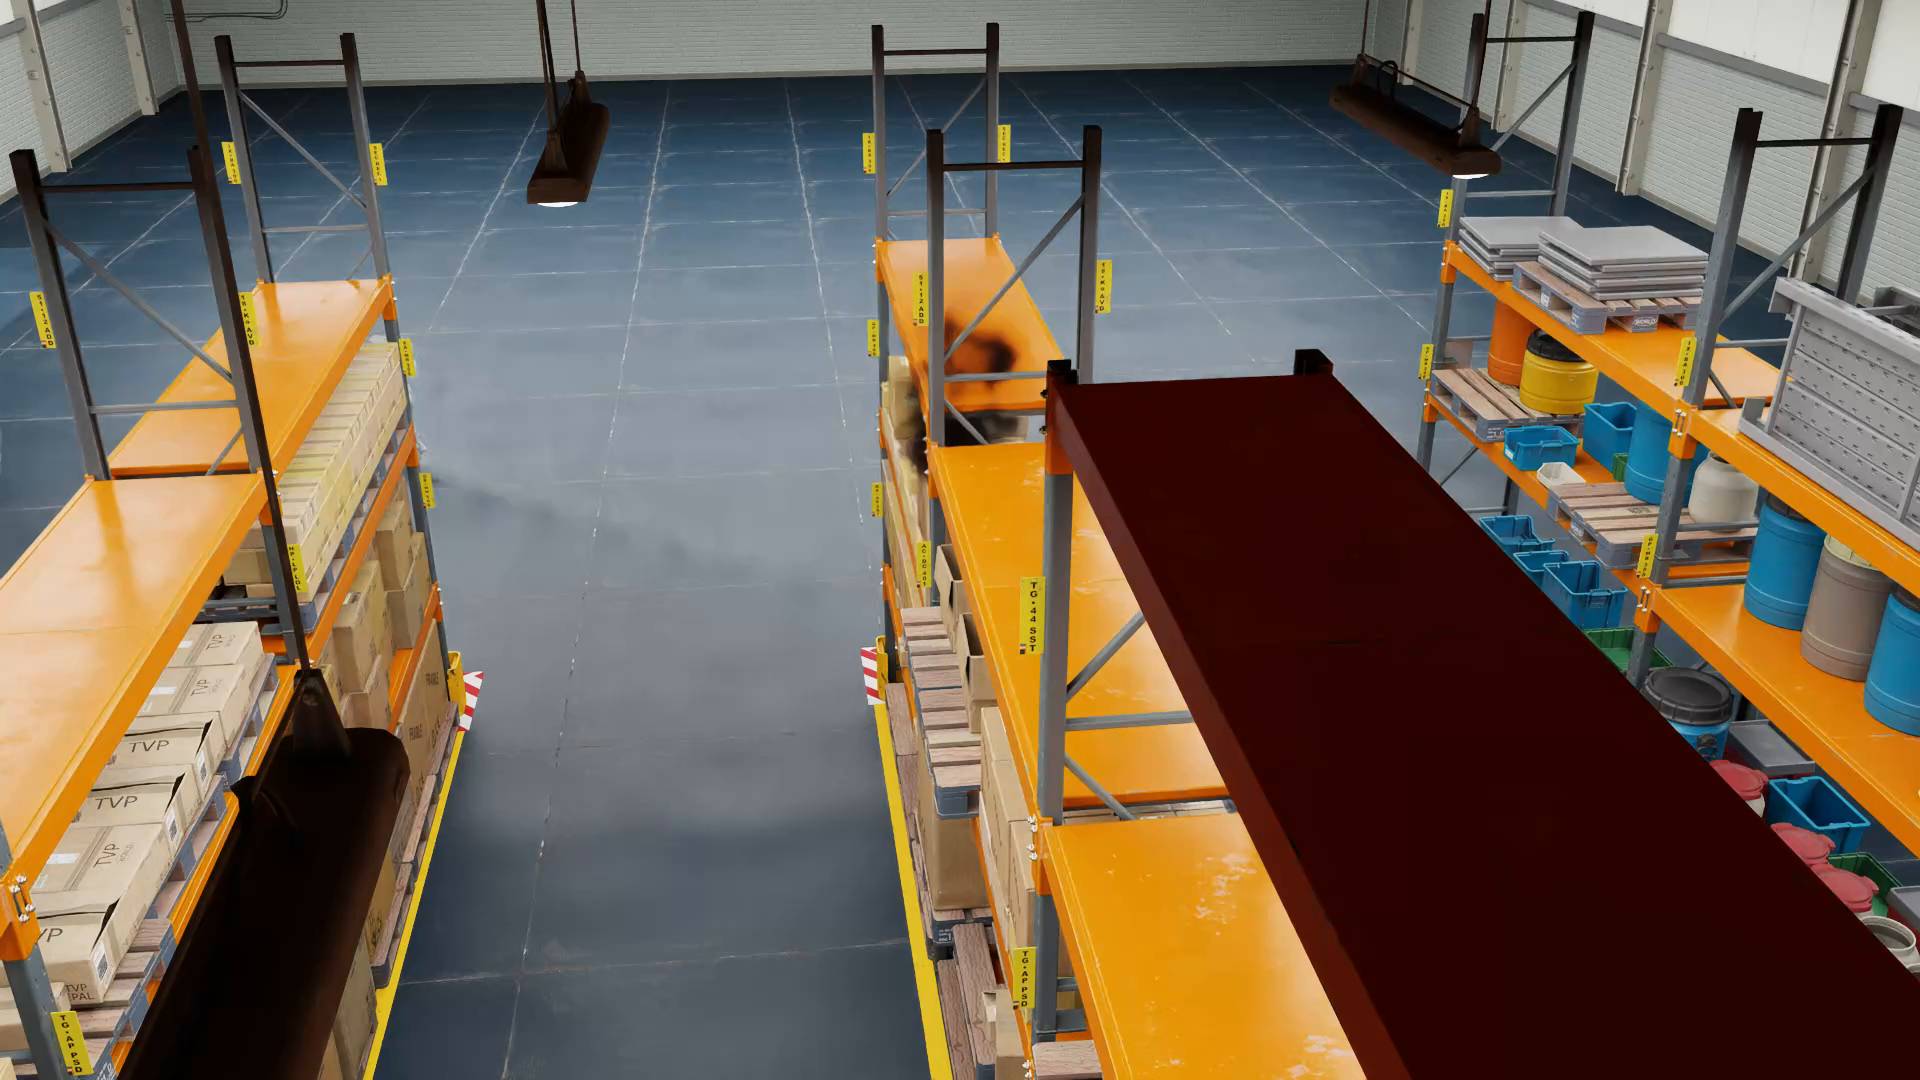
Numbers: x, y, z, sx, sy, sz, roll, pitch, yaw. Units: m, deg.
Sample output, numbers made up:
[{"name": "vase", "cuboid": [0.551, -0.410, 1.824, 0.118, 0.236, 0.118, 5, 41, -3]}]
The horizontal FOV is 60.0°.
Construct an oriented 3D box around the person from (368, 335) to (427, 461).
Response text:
[{"name": "person", "cuboid": [-6.887, -1.641, 19.978, 0.901, 1.693, 0.616, 11, 28, 22]}]
